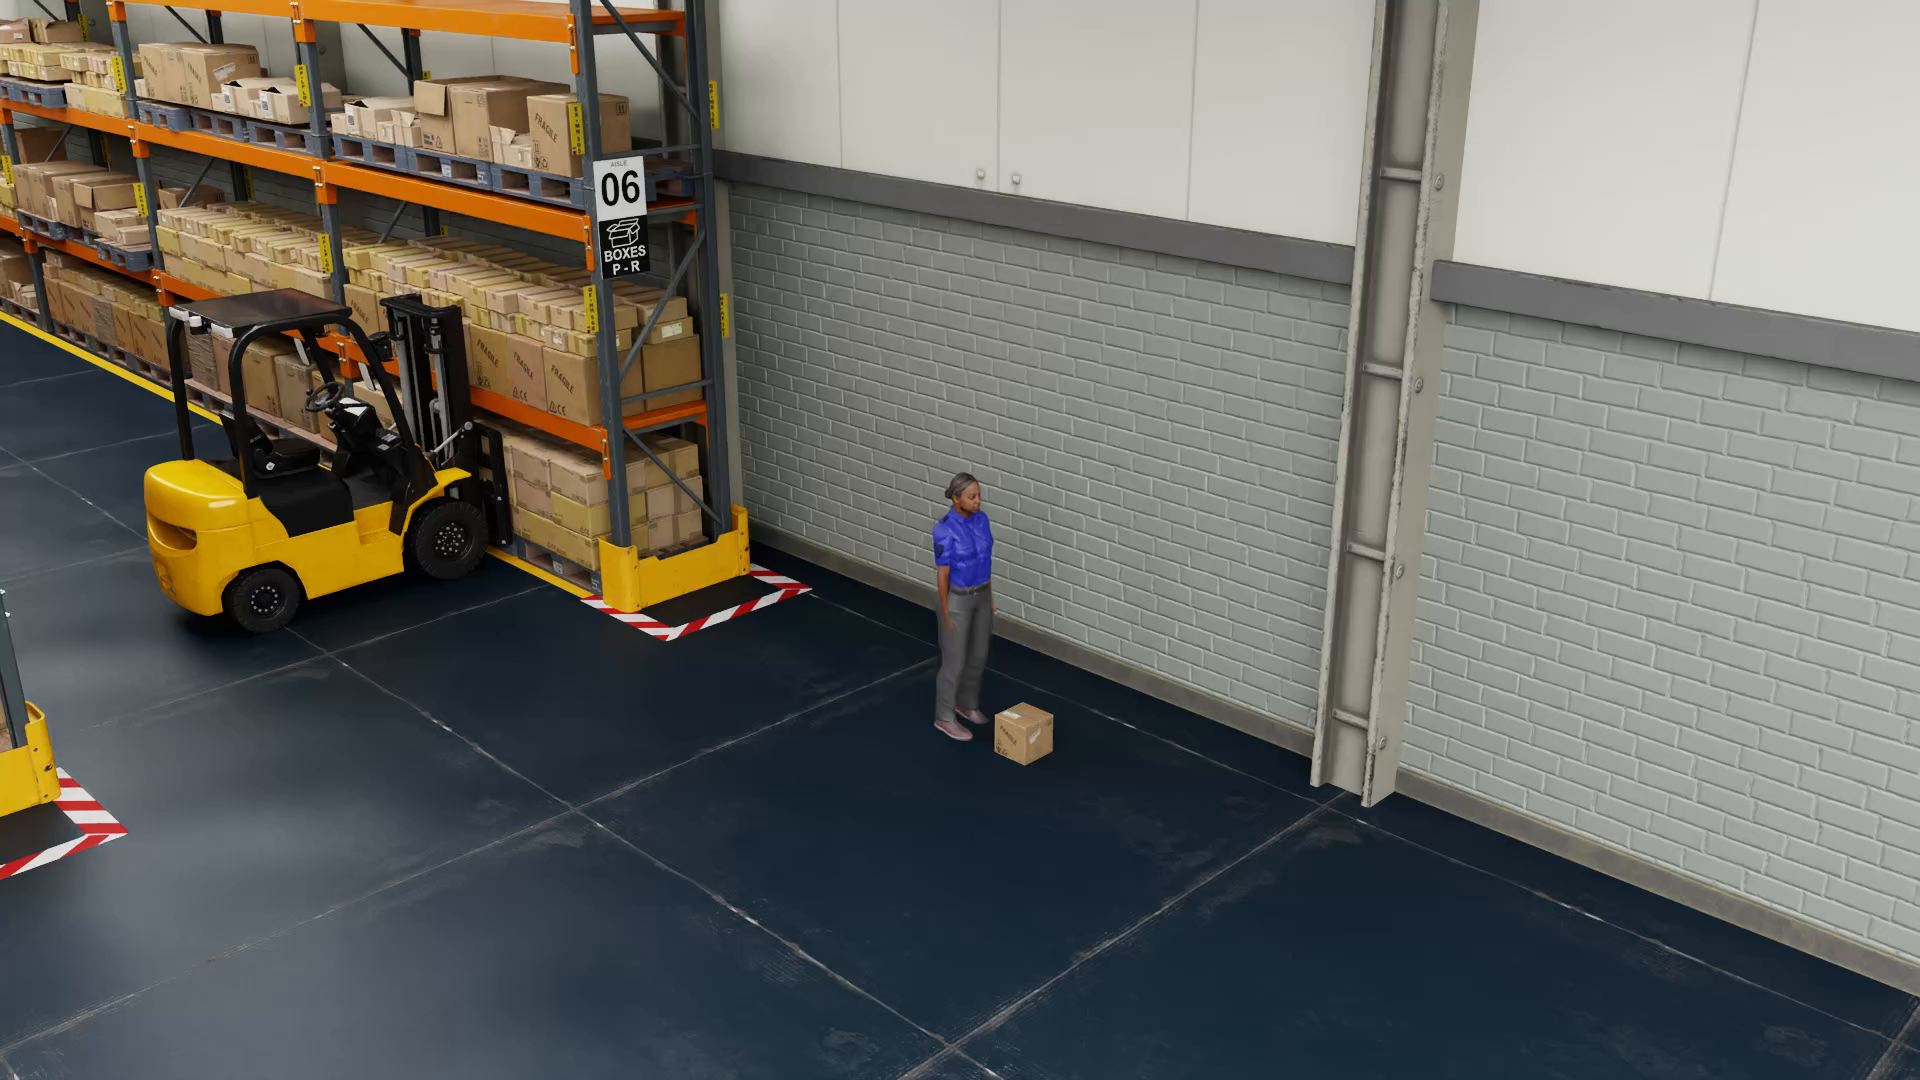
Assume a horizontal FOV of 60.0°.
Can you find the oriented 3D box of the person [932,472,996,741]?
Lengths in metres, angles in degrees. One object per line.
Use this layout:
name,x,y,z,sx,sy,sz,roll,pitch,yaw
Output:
person,0.033,0.403,10.087,0.435,1.699,0.346,-19,28,-41
